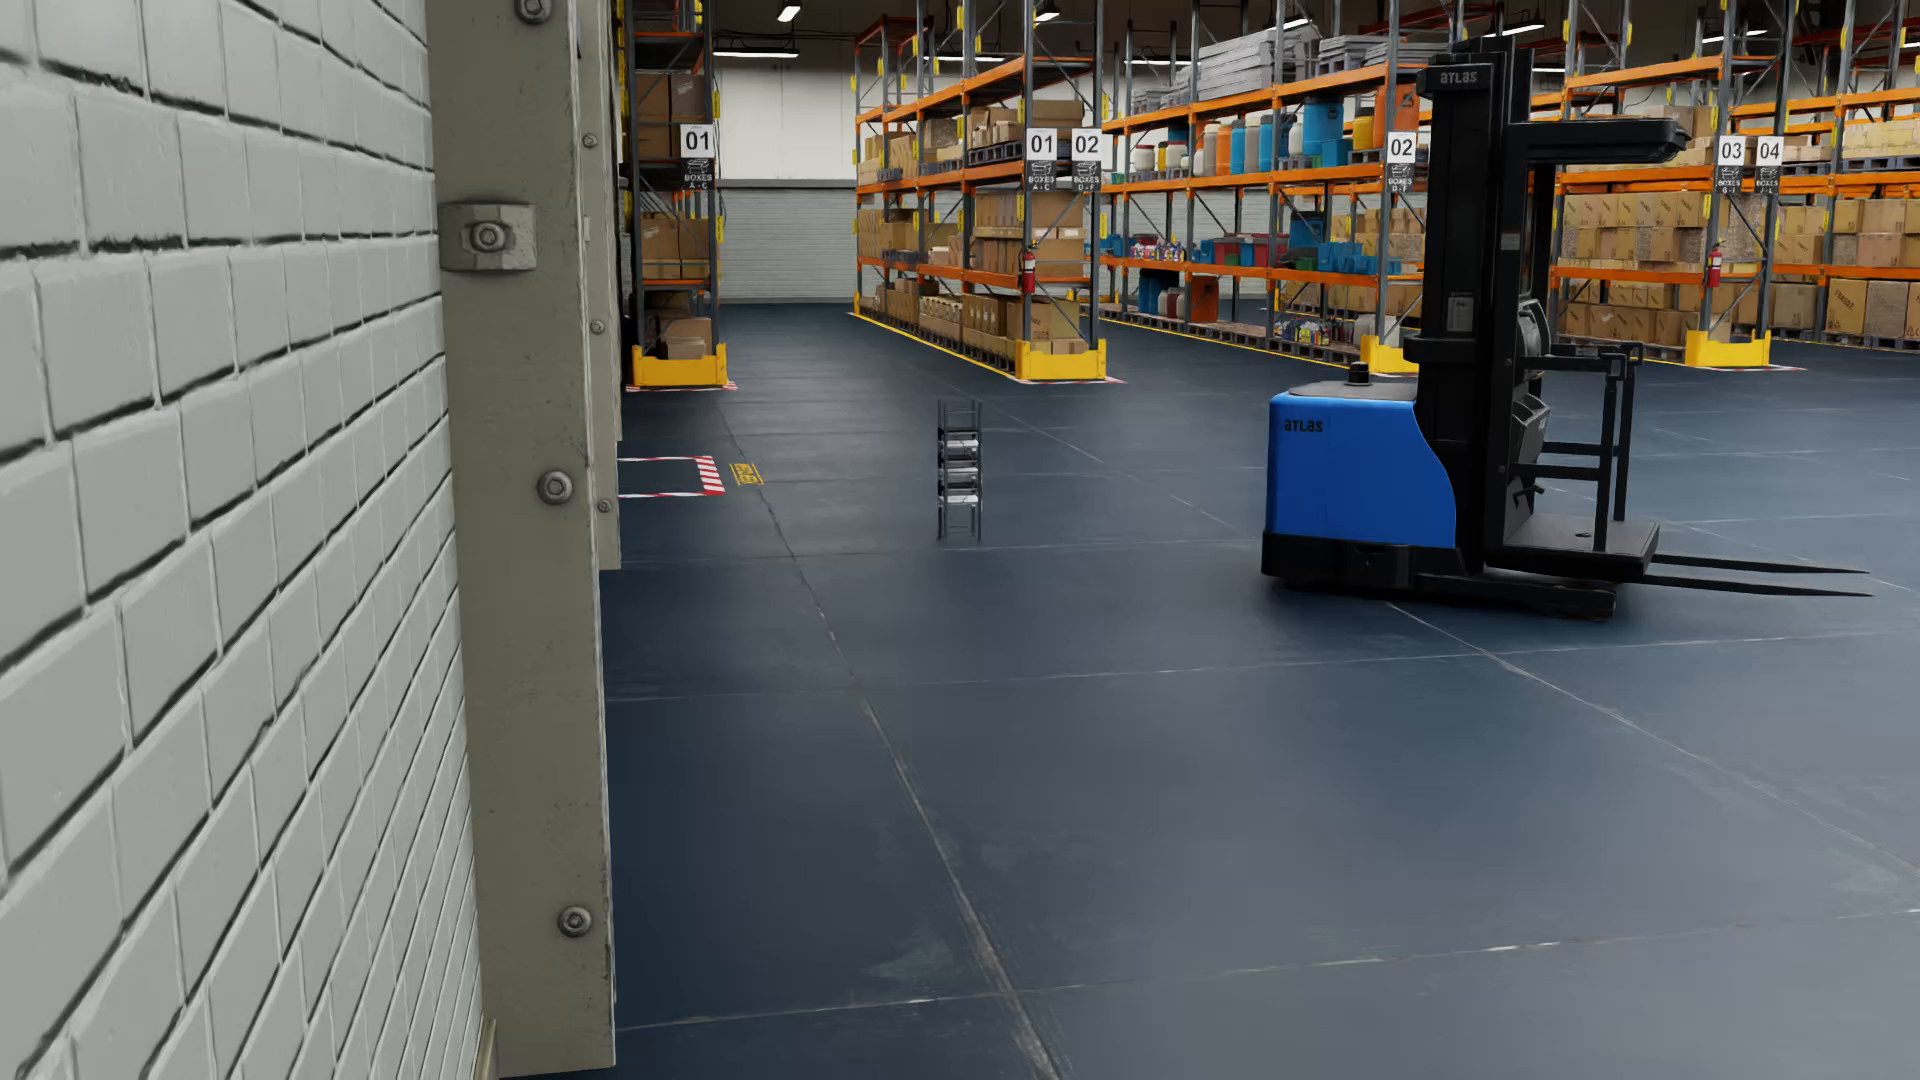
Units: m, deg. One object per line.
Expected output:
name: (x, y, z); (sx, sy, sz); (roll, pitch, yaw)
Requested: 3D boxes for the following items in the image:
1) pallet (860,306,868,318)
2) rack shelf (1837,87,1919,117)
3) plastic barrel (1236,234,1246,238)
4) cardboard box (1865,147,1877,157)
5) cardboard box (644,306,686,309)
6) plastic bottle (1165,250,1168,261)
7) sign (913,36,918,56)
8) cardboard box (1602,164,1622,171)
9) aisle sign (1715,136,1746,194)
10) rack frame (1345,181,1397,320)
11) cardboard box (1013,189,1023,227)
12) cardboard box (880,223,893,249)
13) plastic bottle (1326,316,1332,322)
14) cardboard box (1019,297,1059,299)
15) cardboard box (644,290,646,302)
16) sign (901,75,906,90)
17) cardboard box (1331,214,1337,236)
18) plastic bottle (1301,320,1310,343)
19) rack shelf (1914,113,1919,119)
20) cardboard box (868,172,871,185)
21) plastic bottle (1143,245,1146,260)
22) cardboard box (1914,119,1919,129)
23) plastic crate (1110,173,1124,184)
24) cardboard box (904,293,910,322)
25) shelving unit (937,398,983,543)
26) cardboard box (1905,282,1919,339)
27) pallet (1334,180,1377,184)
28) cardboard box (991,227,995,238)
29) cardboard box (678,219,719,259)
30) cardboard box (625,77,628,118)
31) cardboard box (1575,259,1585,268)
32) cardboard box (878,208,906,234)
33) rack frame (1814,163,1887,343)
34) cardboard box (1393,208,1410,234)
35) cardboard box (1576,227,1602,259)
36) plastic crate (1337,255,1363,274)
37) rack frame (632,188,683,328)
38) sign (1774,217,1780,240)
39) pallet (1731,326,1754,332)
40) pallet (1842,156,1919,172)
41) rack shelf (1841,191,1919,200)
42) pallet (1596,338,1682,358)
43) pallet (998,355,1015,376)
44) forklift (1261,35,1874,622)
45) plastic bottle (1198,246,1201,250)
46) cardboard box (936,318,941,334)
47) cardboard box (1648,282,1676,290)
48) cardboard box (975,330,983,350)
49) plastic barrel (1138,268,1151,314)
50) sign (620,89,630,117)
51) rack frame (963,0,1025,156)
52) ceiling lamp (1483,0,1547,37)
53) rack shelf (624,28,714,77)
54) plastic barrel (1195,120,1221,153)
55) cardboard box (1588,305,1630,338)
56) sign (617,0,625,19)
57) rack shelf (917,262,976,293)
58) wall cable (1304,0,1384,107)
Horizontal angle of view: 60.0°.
pallet: (-1.621, -5.022, 36.519); (1.003, 0.211, 1.213); (-2, 11, -11)
rack shelf: (15.534, -6.903, 25.892); (1.077, 0.370, 4.000); (-2, 11, -11)
plastic barrel: (5.033, -5.139, 29.373); (0.421, 0.512, 0.421); (0, 11, 0)
cardboard box: (14.981, -6.306, 27.064); (0.380, 0.149, 0.250); (-2, 11, -11)
cardboard box: (-4.626, -3.386, 25.973); (0.700, 0.500, 0.500); (-2, 11, -12)
plastic bottle: (3.944, -5.415, 31.654); (0.097, 0.201, 0.097); (0, 11, 0)
sign: (-0.766, -8.508, 28.622); (0.100, 0.325, 0.005); (-2, 11, -11)
cardboard box: (10.290, -5.831, 25.687); (0.500, 0.250, 0.500); (-3, 11, -13)
aisle sign: (10.755, -5.232, 23.211); (0.394, 0.787, 0.004); (-2, 11, -11)
rack frame: (8.704, -6.178, 35.134); (1.000, 3.000, 0.127); (-2, 11, -11)
cardboard box: (1.124, -4.496, 22.560); (0.700, 0.500, 0.500); (-2, 11, -12)
cardboard box: (-1.141, -5.979, 32.697); (0.700, 0.500, 0.500); (-6, 12, -30)
plastic bottle: (5.809, -3.338, 26.120); (0.144, 0.351, 0.185); (-2, 11, -13)
cardboard box: (1.145, -3.223, 23.835); (0.500, 0.500, 0.500); (-2, 11, -11)
cardboard box: (-6.220, -5.041, 34.722); (0.700, 0.500, 0.500); (-2, 11, -13)
sign: (-1.244, -10.053, 36.523); (0.100, 0.325, 0.005); (-2, 11, -11)
cardboard box: (8.259, -6.786, 35.926); (0.500, 0.500, 0.500); (-2, 11, -10)
plastic bottle: (5.271, -3.170, 25.237); (0.144, 0.351, 0.185); (-2, 11, -11)
rack shelf: (19.591, -7.835, 30.790); (1.077, 0.370, 4.000); (-2, 11, -11)
cardboard box: (-1.655, -7.573, 34.843); (0.500, 0.250, 0.500); (-2, 11, -11)
plastic bottle: (3.671, -5.695, 32.908); (0.061, 0.283, 0.133); (-2, 11, -11)
cardboard box: (15.178, -6.512, 26.014); (0.380, 0.149, 0.250); (-2, 11, -11)
plastic crate: (3.355, -7.545, 34.739); (0.416, 0.233, 0.300); (-2, 11, -11)
cardboard box: (-0.749, -4.331, 30.938); (0.500, 0.500, 0.500); (-3, 11, -13)
shelving unit: (-0.002, -0.444, 10.620); (0.258, 0.900, 0.210); (-2, 11, -11)
cardboard box: (15.553, -3.585, 26.069); (0.875, 0.875, 0.875); (-2, 11, -12)
pallet: (8.555, -7.759, 35.652); (1.003, 0.211, 1.213); (-2, 11, -11)
cardboard box: (0.659, -4.427, 23.929); (0.380, 0.149, 0.250); (-2, 11, -13)
cardboard box: (-3.337, -3.840, 21.191); (0.500, 0.500, 0.500); (-2, 11, -11)
cardboard box: (-3.996, -5.630, 21.236); (0.500, 0.500, 0.500); (-1, 11, -7)
cardboard box: (10.118, -4.446, 26.705); (0.380, 0.149, 0.250); (-2, 11, -11)
cardboard box: (-1.366, -6.442, 33.580); (0.500, 0.500, 0.500); (-2, 11, -11)
rack frame: (15.145, -4.873, 28.276); (1.000, 3.000, 0.127); (-2, 11, -11)
cardboard box: (9.094, -6.364, 33.158); (0.797, 0.503, 0.637); (-2, 11, -9)
cardboard box: (10.349, -4.728, 26.454); (0.875, 0.500, 0.500); (-2, 11, -11)
plastic crate: (5.668, -3.924, 23.691); (0.499, 0.251, 0.408); (-2, 11, -11)
rack frame: (-5.872, -5.638, 32.295); (1.000, 3.000, 0.127); (-2, 11, -11)
sign: (11.570, -4.422, 23.594); (0.100, 0.325, 0.005); (-2, 11, -11)
pallet: (14.446, -4.089, 31.617); (1.003, 0.211, 1.213); (-2, 11, -11)
pallet: (15.293, -6.152, 27.213); (1.003, 0.211, 1.213); (-2, 11, -11)
rack shelf: (22.904, -8.207, 39.694); (1.077, 0.370, 4.000); (-2, 11, -11)
pallet: (10.666, -2.995, 25.868); (1.003, 0.211, 1.213); (-2, 11, -11)
pallet: (1.130, -2.387, 22.671); (1.003, 0.211, 1.213); (-2, 11, -11)
forklift: (3.245, -1.136, 8.824); (3.031, 2.935, 1.130); (5, 12, 26)
plastic bottle: (4.636, -5.527, 32.054); (0.097, 0.271, 0.097); (0, 11, 0)
cardboard box: (-0.117, -3.553, 27.570); (0.500, 0.250, 0.500); (-2, 11, -10)
cardboard box: (13.976, -5.069, 32.863); (0.500, 0.250, 0.500); (-2, 11, -12)
cardboard box: (0.519, -2.927, 24.284); (0.500, 0.250, 0.500); (-2, 11, -11)
plastic barrel: (3.934, -5.073, 33.817); (0.600, 0.901, 0.708); (-2, 11, -11)
sign: (-4.087, -5.329, 20.282); (0.100, 0.325, 0.005); (-2, 11, -11)
rack frame: (0.542, -7.299, 24.975); (1.000, 3.000, 0.127); (-2, 11, -11)
ceiling lamp: (11.569, -11.940, 33.750); (0.800, 3.185, 2.000); (-2, 11, -11)
rack shelf: (-3.928, -6.396, 22.166); (1.077, 0.370, 4.000); (-2, 11, -11)
plastic barrel: (4.516, -7.260, 30.521); (0.600, 0.830, 0.708); (-2, 11, -11)
cardboard box: (10.417, -3.510, 26.676); (0.500, 0.500, 0.500); (1, 11, 7)
sign: (-4.860, -7.633, 23.812); (0.100, 0.325, 0.005); (-2, 11, -11)
rack shelf: (0.153, -4.365, 27.531); (1.077, 0.370, 4.000); (-2, 11, -11)
wall cable: (10.207, -12.602, 44.234); (2.277, 5.999, 0.120); (-2, 11, -11)
